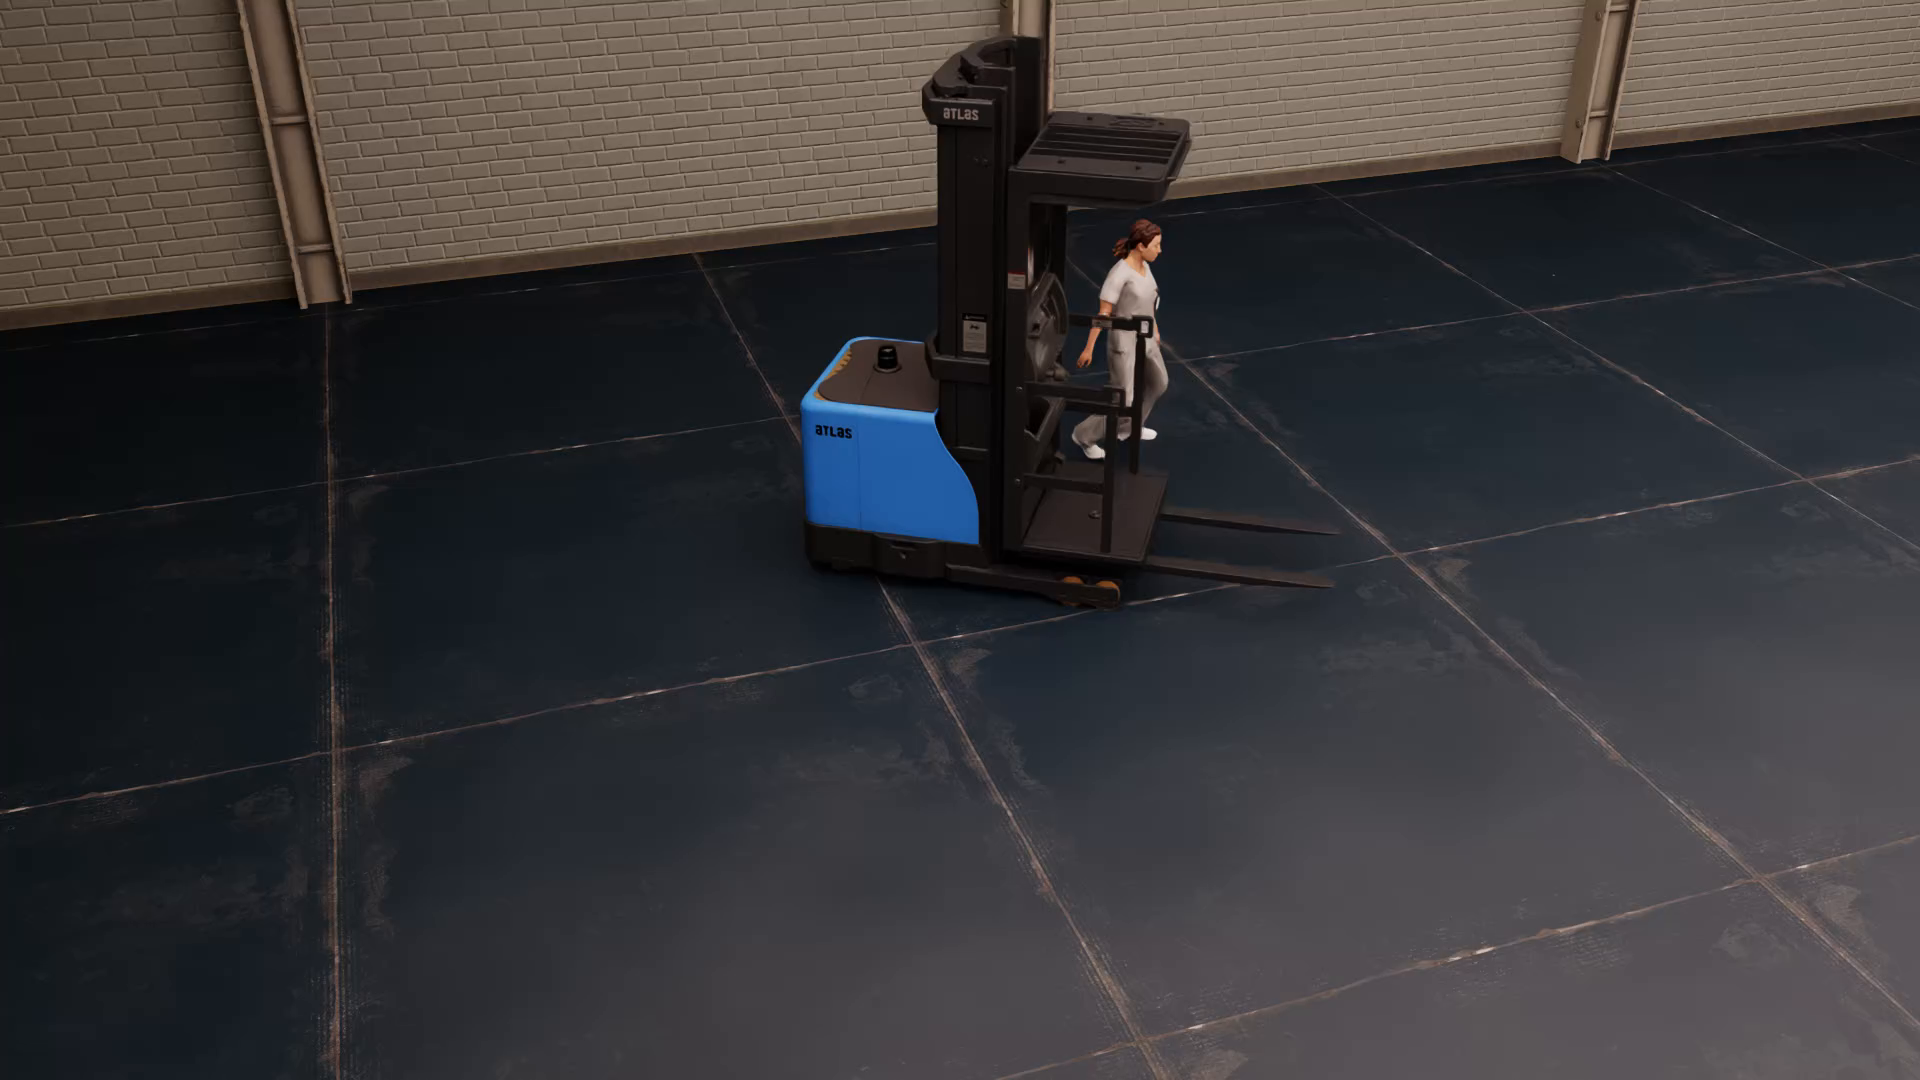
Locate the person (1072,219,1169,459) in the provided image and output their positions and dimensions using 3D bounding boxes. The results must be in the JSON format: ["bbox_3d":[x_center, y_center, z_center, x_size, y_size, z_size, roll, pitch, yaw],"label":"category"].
[{"bbox_3d":[1.024,-1.265,10.638,0.484,1.599,0.781,21,36,32],"label":"person"}]

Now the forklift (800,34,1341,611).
[{"bbox_3d":[0.669,-1.166,9.113,3.031,2.935,1.130,7,31,12],"label":"forklift"}]
